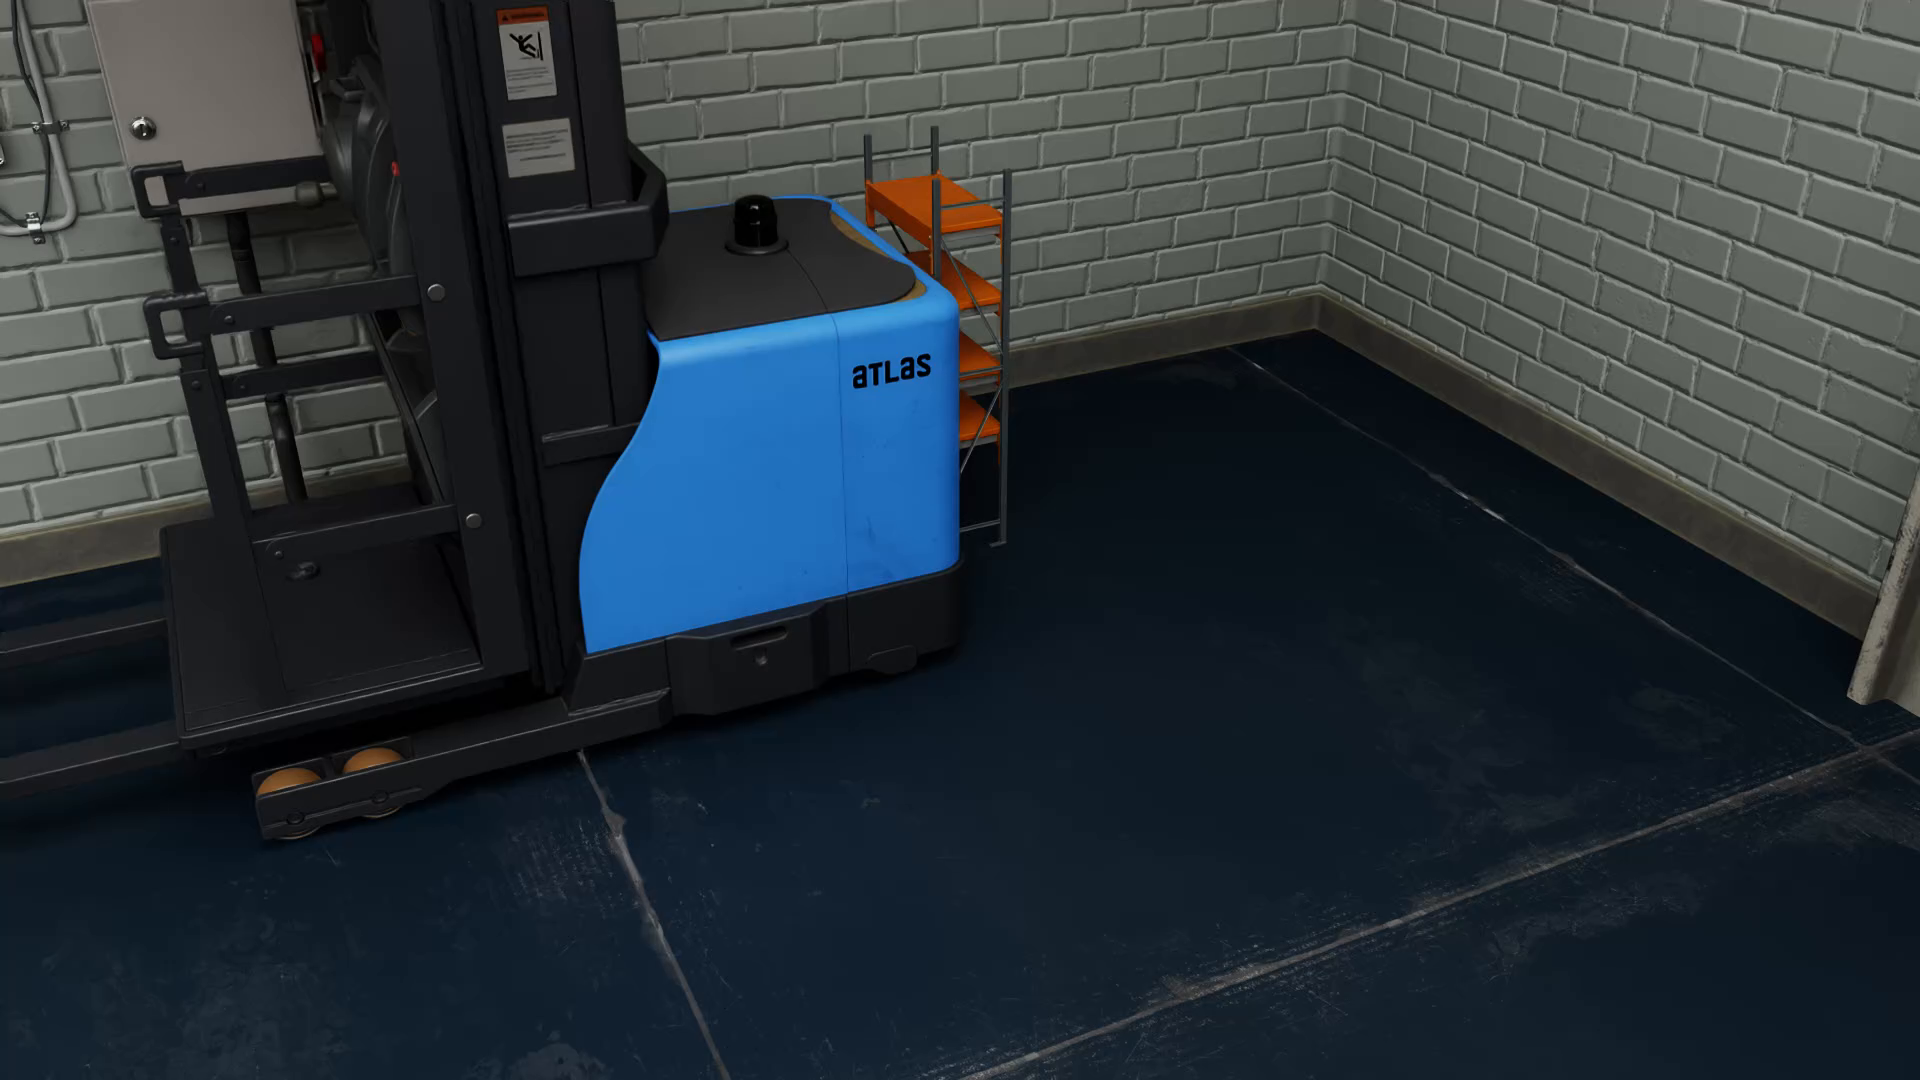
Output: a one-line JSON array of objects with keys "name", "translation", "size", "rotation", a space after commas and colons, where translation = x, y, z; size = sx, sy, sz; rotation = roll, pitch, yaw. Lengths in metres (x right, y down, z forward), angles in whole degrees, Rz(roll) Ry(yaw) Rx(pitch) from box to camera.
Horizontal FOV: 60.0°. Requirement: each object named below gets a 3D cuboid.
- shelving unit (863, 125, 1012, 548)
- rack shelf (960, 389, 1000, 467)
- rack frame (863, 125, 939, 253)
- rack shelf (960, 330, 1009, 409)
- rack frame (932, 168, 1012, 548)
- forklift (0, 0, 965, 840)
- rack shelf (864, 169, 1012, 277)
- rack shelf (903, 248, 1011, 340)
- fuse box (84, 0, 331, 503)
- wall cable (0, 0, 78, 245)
[{"name": "shelving unit", "translation": [-0.071, -0.596, 5.087], "size": [0.258, 1.200, 0.503], "rotation": [-13, 32, -22]}, {"name": "rack shelf", "translation": [-0.071, -0.365, 5.217], "size": [0.258, 0.148, 0.480], "rotation": [-13, 32, -22]}, {"name": "rack frame", "translation": [-0.176, -0.704, 5.279], "size": [0.240, 1.200, 0.015], "rotation": [-13, 32, -22]}, {"name": "rack shelf", "translation": [-0.071, -0.538, 5.120], "size": [0.258, 0.148, 0.480], "rotation": [-13, 32, -22]}, {"name": "rack frame", "translation": [0.034, -0.489, 4.895], "size": [0.240, 1.200, 0.015], "rotation": [-13, 32, -22]}, {"name": "forklift", "translation": [-1.547, -0.858, 3.784], "size": [3.031, 2.935, 1.130], "rotation": [-13, 32, -21]}, {"name": "rack shelf", "translation": [-0.071, -0.939, 4.895], "size": [0.258, 0.148, 0.480], "rotation": [-13, 32, -22]}, {"name": "rack shelf", "translation": [-0.071, -0.733, 5.010], "size": [0.258, 0.148, 0.480], "rotation": [-13, 32, -22]}, {"name": "fuse box", "translation": [-2.000, -0.711, 4.768], "size": [0.539, 1.711, 0.414], "rotation": [-13, 32, -22]}, {"name": "wall cable", "translation": [-2.684, -1.642, 4.073], "size": [0.588, 1.984, 0.122], "rotation": [-13, 32, -22]}]
